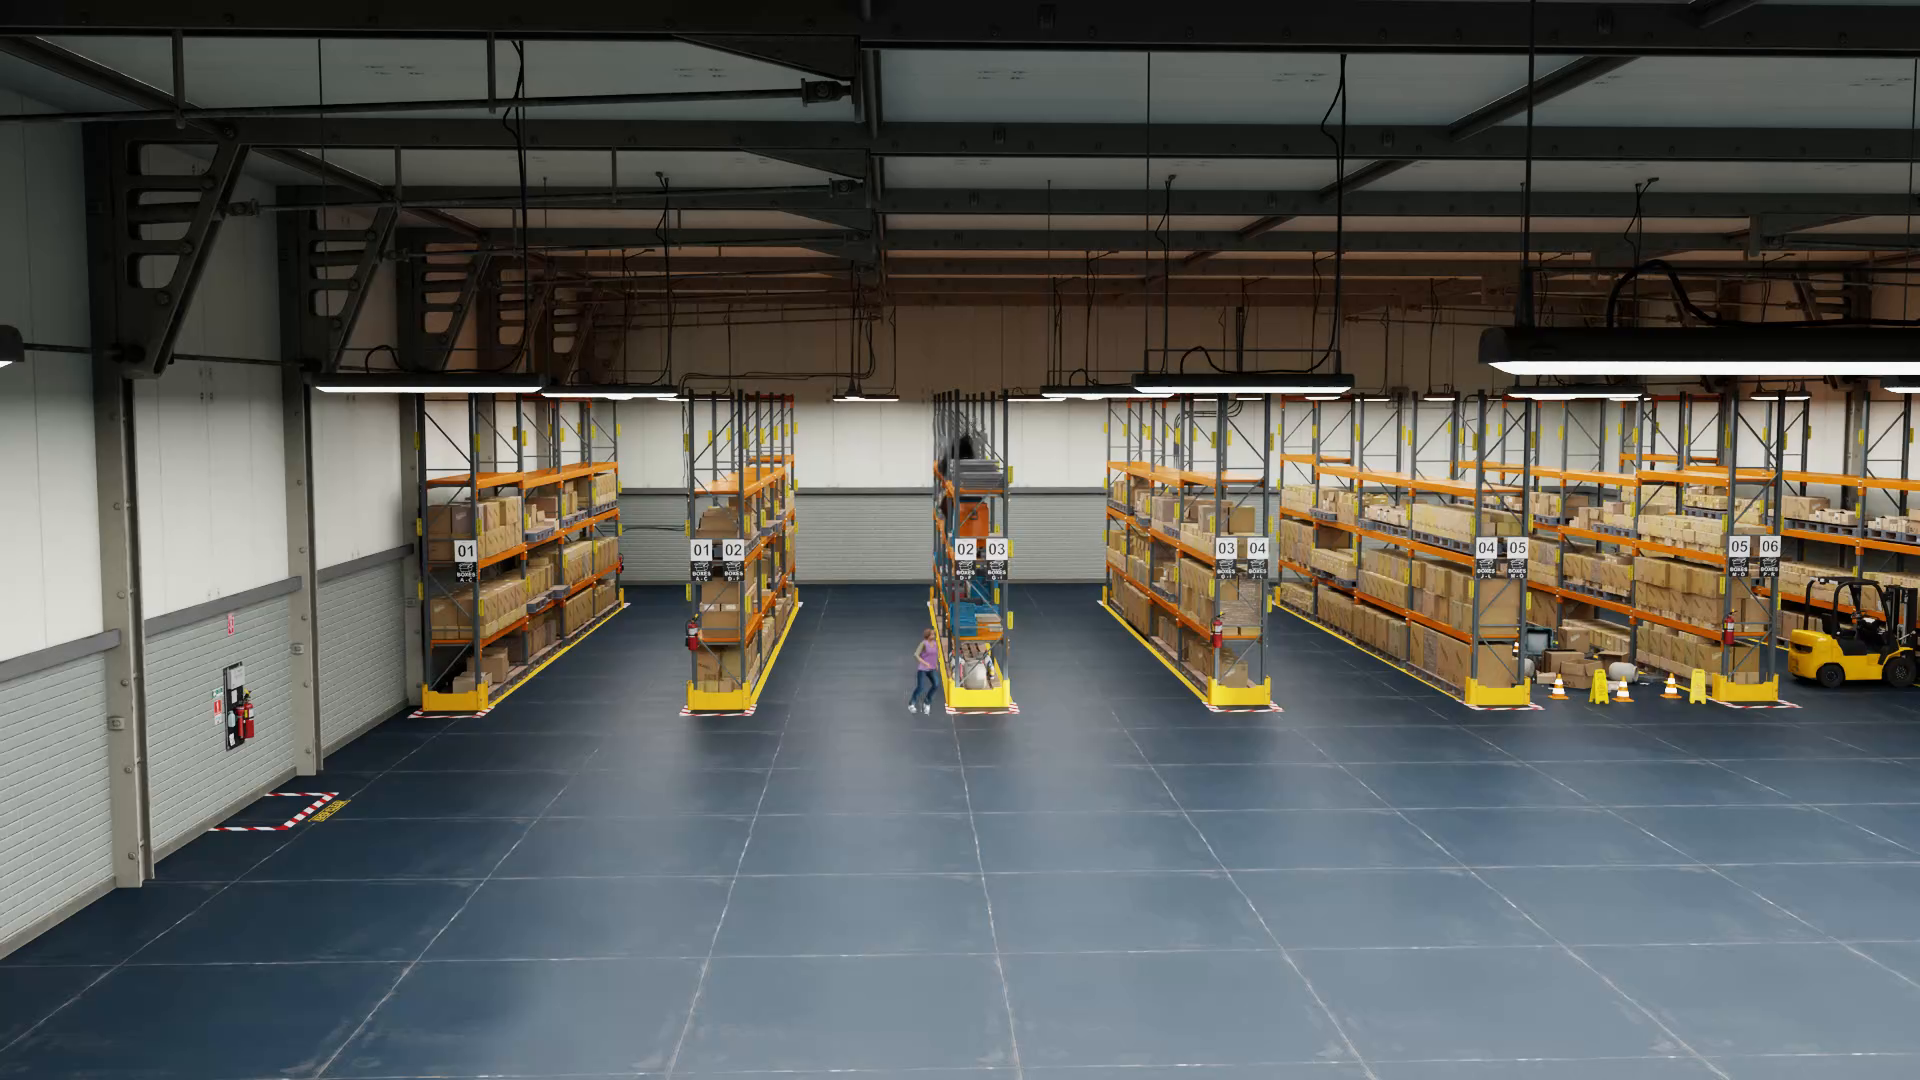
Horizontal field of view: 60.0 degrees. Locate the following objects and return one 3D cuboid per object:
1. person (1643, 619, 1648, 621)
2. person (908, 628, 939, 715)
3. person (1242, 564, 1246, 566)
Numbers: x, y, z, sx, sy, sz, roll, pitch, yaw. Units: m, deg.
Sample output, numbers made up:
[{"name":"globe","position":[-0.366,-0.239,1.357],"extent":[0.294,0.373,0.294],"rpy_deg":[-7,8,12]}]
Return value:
[{"name":"person","position":[16.386,1.681,39.215],"extent":[0.598,1.652,0.933],"rpy_deg":[-1,5,-9]},{"name":"person","position":[-0.604,2.429,30.874],"extent":[0.602,1.579,0.609],"rpy_deg":[-3,6,-36]},{"name":"person","position":[8.076,0.992,48.200],"extent":[0.606,1.585,0.613],"rpy_deg":[-3,6,-34]}]
